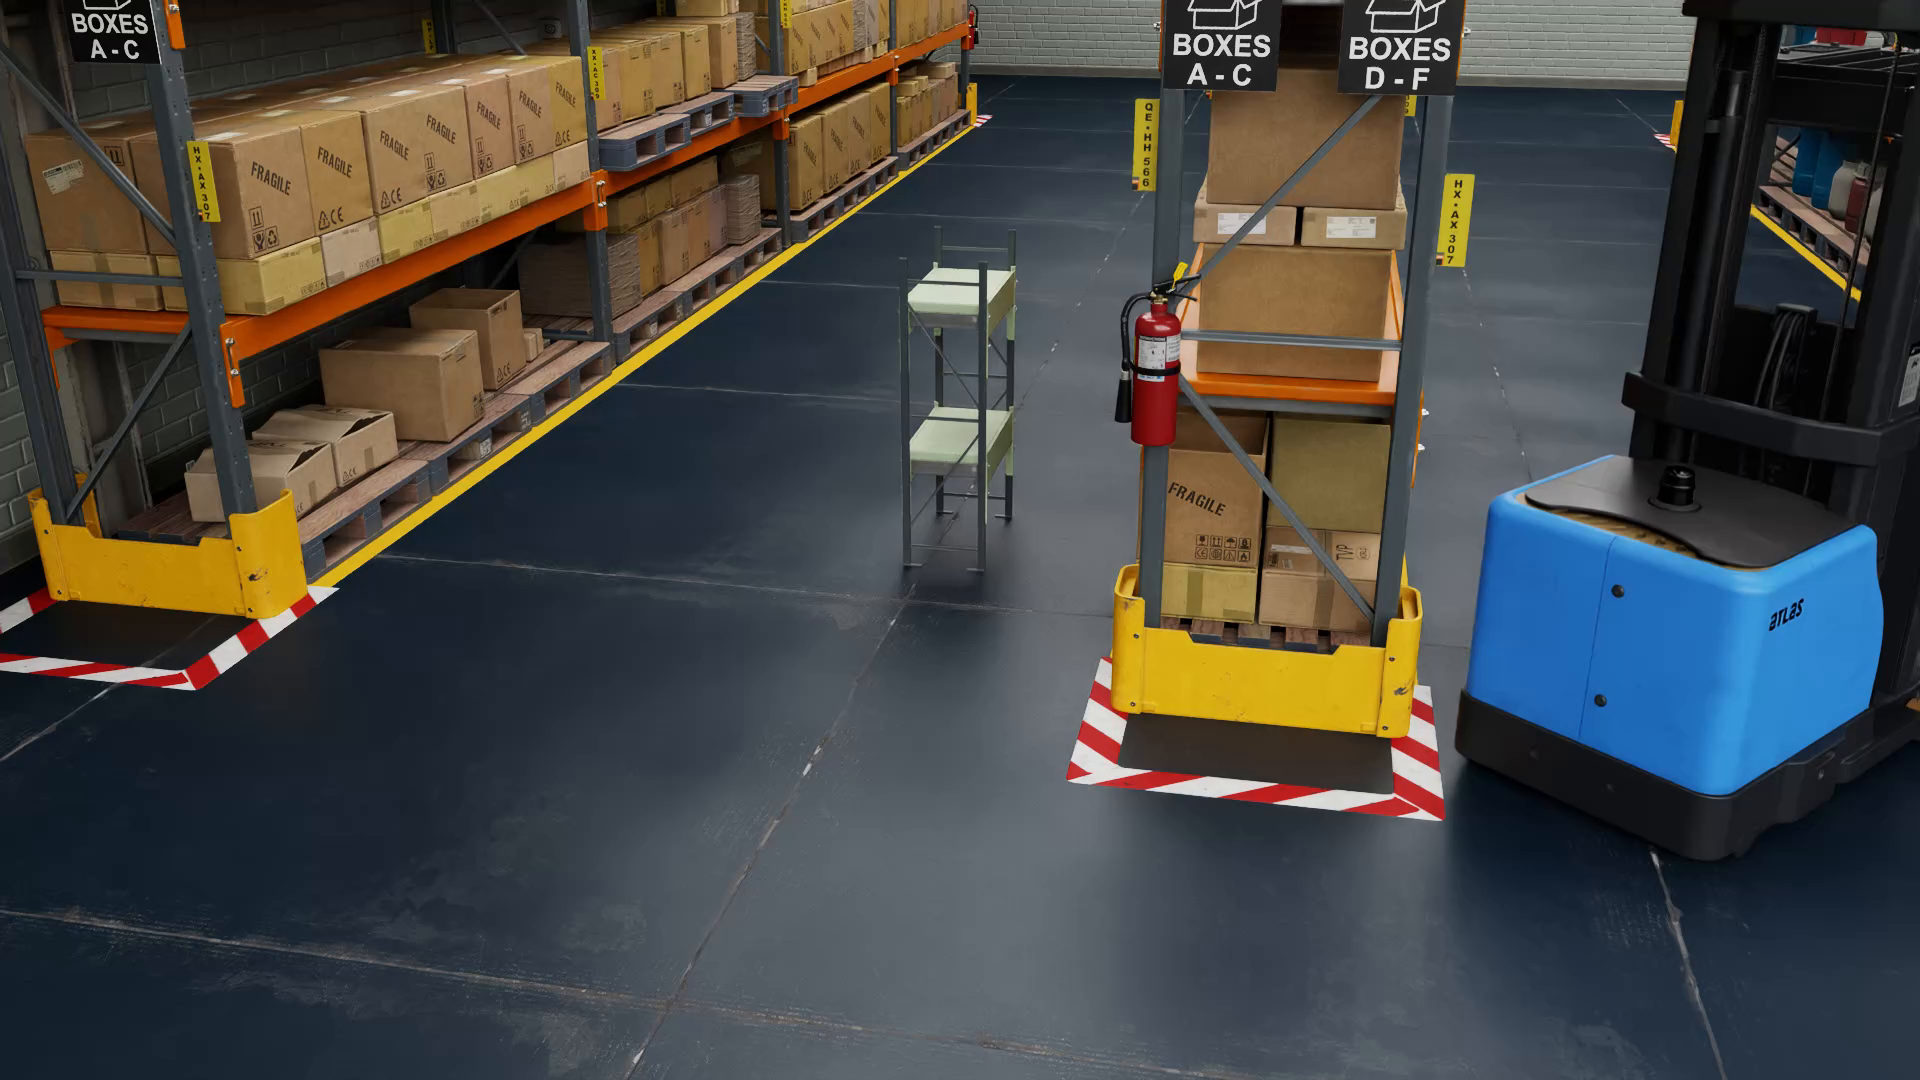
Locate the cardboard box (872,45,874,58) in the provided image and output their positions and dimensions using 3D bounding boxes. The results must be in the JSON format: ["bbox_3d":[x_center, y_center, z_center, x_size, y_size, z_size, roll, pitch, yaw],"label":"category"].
[{"bbox_3d":[-1.111,-5.062,17.217,0.380,0.149,0.250,5,23,13],"label":"cardboard box"}]

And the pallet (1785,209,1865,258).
[{"bbox_3d":[8.059,-2.725,14.837,1.003,0.211,1.213,4,22,11],"label":"pallet"}]

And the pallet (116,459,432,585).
[{"bbox_3d":[-3.427,-0.140,8.419,1.003,0.211,1.213,4,22,11],"label":"pallet"}]

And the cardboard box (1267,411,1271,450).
[{"bbox_3d":[1.319,-0.771,8.367,0.500,0.500,0.500,4,22,11],"label":"cardboard box"}]

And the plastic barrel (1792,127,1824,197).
[{"bbox_3d":[8.377,-3.769,15.943,0.600,0.901,0.708,4,22,11],"label":"plastic barrel"}]

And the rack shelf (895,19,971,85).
[{"bbox_3d":[-0.786,-5.898,19.946,1.077,0.370,4.000,4,22,11],"label":"rack shelf"}]

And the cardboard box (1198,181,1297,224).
[{"bbox_3d":[1.151,-1.333,6.645,0.380,0.149,0.250,5,22,12],"label":"cardboard box"}]

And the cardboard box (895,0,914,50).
[{"bbox_3d":[-1.068,-5.836,18.429,0.980,0.700,0.700,5,22,12],"label":"cardboard box"}]

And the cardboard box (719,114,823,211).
[{"bbox_3d":[-1.732,-3.494,15.329,0.750,0.750,0.750,4,22,10],"label":"cardboard box"}]

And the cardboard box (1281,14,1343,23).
[{"bbox_3d":[1.735,-2.315,8.217,0.700,0.500,0.500,4,22,11],"label":"cardboard box"}]

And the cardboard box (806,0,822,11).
[{"bbox_3d":[-1.556,-4.922,14.996,0.500,0.250,0.500,4,22,10],"label":"cardboard box"}]

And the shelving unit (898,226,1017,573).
[{"bbox_3d":[-0.001,-0.693,8.067,0.431,1.500,0.755,4,22,11],"label":"shelving unit"}]

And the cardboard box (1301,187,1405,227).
[{"bbox_3d":[1.550,-1.306,6.580,0.380,0.149,0.250,4,22,10],"label":"cardboard box"}]

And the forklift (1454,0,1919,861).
[{"bbox_3d":[3.318,-0.719,6.215,3.031,2.935,1.130,-17,27,-36],"label":"forklift"}]

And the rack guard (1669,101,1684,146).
[{"bbox_3d":[9.313,-5.058,20.243,1.175,0.500,0.348,4,22,11],"label":"rack guard"}]

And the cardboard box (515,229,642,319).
[{"bbox_3d":[-2.693,-1.889,11.787,0.700,0.500,0.500,5,23,13],"label":"cardboard box"}]

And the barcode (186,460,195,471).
[{"bbox_3d":[-3.801,-0.356,8.220,0.001,0.075,0.075,4,22,11],"label":"barcode"}]

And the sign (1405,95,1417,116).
[{"bbox_3d":[2.567,-2.595,9.516,0.100,0.325,0.005,4,22,11],"label":"sign"}]

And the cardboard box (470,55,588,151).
[{"bbox_3d":[-2.620,-2.665,10.127,0.500,0.500,0.500,4,22,11],"label":"cardboard box"}]

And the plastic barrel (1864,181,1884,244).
[{"bbox_3d":[7.799,-2.716,13.851,0.421,0.512,0.421,0,22,0],"label":"plastic barrel"}]

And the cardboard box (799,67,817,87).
[{"bbox_3d":[-1.519,-4.215,15.114,0.380,0.149,0.250,5,23,13],"label":"cardboard box"}]

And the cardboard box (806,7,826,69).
[{"bbox_3d":[-1.545,-4.580,15.151,0.500,0.500,0.500,5,23,13],"label":"cardboard box"}]

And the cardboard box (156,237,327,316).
[{"bbox_3d":[-3.232,-1.205,7.505,0.500,0.250,0.500,4,22,9],"label":"cardboard box"}]

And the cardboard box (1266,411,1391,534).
[{"bbox_3d":[1.635,-0.365,7.358,0.500,0.500,0.500,4,22,11],"label":"cardboard box"}]

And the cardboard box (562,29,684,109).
[{"bbox_3d":[-2.465,-3.455,12.195,0.700,0.500,0.500,8,23,18],"label":"cardboard box"}]

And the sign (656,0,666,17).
[{"bbox_3d":[-2.554,-4.615,14.249,0.100,0.325,0.005,4,22,11],"label":"sign"}]

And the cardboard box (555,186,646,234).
[{"bbox_3d":[-2.606,-2.399,12.047,0.500,0.250,0.500,4,22,10],"label":"cardboard box"}]

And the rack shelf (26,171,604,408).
[{"bbox_3d":[-3.235,-1.509,9.049,1.077,0.370,4.000,4,22,11],"label":"rack shelf"}]

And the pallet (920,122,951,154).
[{"bbox_3d":[-0.716,-4.926,20.303,1.003,0.211,1.213,4,22,11],"label":"pallet"}]

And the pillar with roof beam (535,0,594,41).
[{"bbox_3d":[1.092,-6.082,11.410,9.100,9.000,0.400,4,22,11],"label":"pillar with roof beam"}]

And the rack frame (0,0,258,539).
[{"bbox_3d":[-3.643,-1.111,7.098,1.000,3.000,0.127,4,22,11],"label":"rack frame"}]

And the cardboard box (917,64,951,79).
[{"bbox_3d":[-0.322,-5.881,20.857,0.380,0.149,0.250,5,22,12],"label":"cardboard box"}]

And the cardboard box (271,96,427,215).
[{"bbox_3d":[-3.029,-1.919,8.274,0.500,0.500,0.500,4,22,9],"label":"cardboard box"}]

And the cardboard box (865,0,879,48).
[{"bbox_3d":[-1.136,-5.318,16.985,0.500,0.500,0.500,5,22,11],"label":"cardboard box"}]

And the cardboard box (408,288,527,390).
[{"bbox_3d":[-2.999,-1.236,10.165,0.500,0.500,0.500,3,22,7],"label":"cardboard box"}]

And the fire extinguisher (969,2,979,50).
[{"bbox_3d":[0.105,-6.774,21.761,0.296,0.674,0.183,4,22,11],"label":"fire extinguisher"}]

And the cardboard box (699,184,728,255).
[{"bbox_3d":[-2.325,-2.635,13.638,0.700,0.500,0.500,4,22,11],"label":"cardboard box"}]

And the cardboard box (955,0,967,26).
[{"bbox_3d":[-0.472,-6.915,21.106,0.980,0.700,0.700,5,23,13],"label":"cardboard box"}]

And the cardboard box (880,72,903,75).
[{"bbox_3d":[-0.902,-5.540,20.010,0.380,0.149,0.250,4,22,10],"label":"cardboard box"}]

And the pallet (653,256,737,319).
[{"bbox_3d":[-2.422,-2.013,13.070,1.003,0.211,1.213,4,22,11],"label":"pallet"}]

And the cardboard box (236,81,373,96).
[{"bbox_3d":[-3.438,-2.145,8.833,0.500,0.500,0.500,5,22,12],"label":"cardboard box"}]

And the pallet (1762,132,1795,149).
[{"bbox_3d":[9.114,-4.616,19.532,1.003,0.211,1.213,4,22,11],"label":"pallet"}]

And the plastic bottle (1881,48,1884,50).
[{"bbox_3d":[8.740,-4.519,15.724,0.152,0.276,0.135,4,22,11],"label":"plastic bottle"}]

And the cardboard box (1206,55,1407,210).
[{"bbox_3d":[1.326,-1.572,6.372,0.700,0.500,0.500,5,22,11],"label":"cardboard box"}]

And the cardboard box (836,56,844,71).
[{"bbox_3d":[-1.354,-4.690,16.293,0.380,0.149,0.250,5,23,13],"label":"cardboard box"}]

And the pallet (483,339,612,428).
[{"bbox_3d":[-2.929,-1.033,10.635,1.003,0.211,1.213,4,22,11],"label":"pallet"}]

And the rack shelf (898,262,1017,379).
[{"bbox_3d":[-0.001,-1.055,7.922,0.431,0.370,0.720,4,22,11],"label":"rack shelf"}]

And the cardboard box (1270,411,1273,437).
[{"bbox_3d":[1.525,-0.788,9.415,0.500,0.250,0.500,4,22,11],"label":"cardboard box"}]

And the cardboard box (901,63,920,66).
[{"bbox_3d":[-0.696,-5.911,20.931,0.380,0.149,0.250,5,22,11],"label":"cardboard box"}]

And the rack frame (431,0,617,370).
[{"bbox_3d":[-2.827,-2.574,10.730,1.000,3.000,0.127,4,22,11],"label":"rack frame"}]

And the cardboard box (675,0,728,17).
[{"bbox_3d":[-2.103,-4.341,13.527,0.380,0.149,0.250,1,22,2],"label":"cardboard box"}]

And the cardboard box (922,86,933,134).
[{"bbox_3d":[-0.729,-5.172,19.965,0.700,0.500,0.500,5,22,12],"label":"cardboard box"}]

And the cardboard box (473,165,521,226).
[{"bbox_3d":[-2.824,-1.951,9.357,0.500,0.250,0.500,4,22,11],"label":"cardboard box"}]

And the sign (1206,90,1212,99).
[{"bbox_3d":[1.490,-2.736,9.689,0.100,0.325,0.005,4,22,11],"label":"sign"}]
